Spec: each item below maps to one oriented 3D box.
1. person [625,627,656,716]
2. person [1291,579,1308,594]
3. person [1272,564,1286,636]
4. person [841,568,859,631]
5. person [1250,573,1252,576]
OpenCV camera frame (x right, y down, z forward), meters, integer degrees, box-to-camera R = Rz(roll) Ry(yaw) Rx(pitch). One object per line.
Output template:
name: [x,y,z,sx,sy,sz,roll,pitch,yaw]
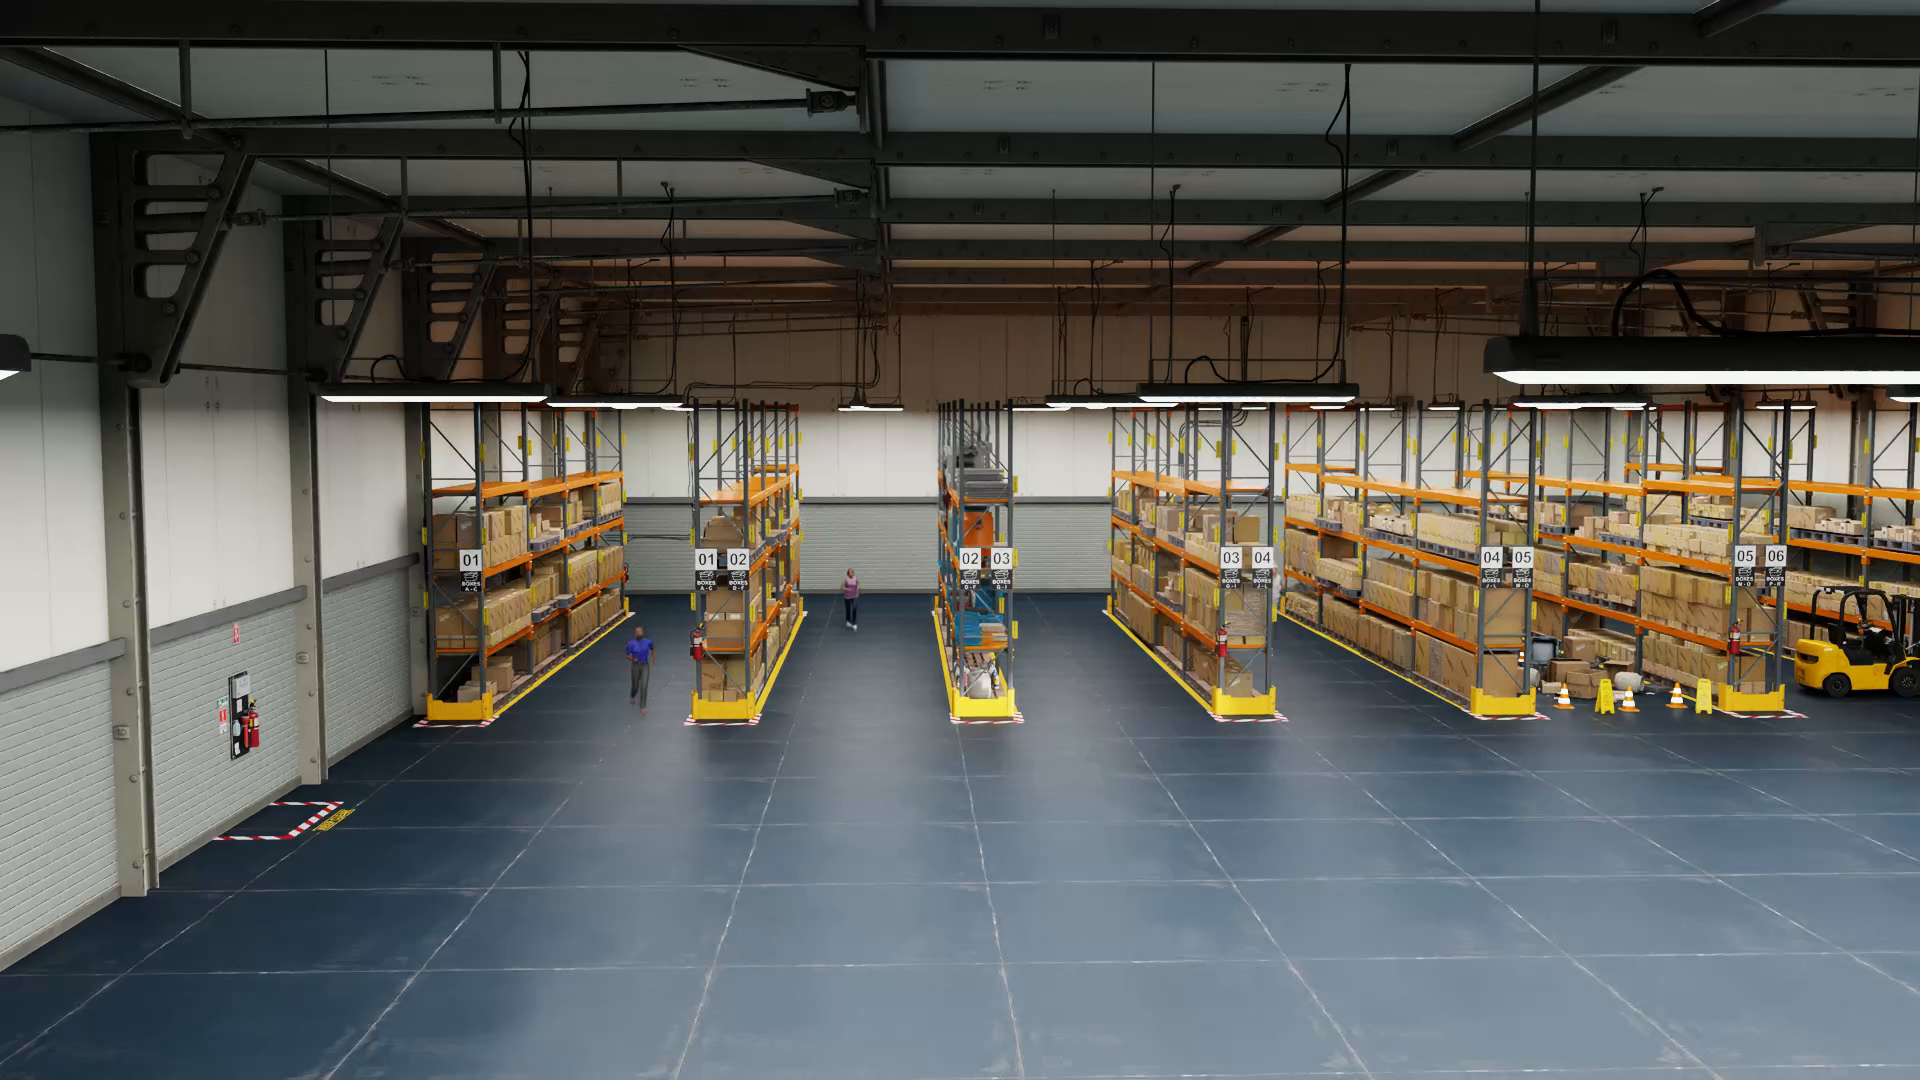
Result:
person: [-6.138,2.481,31.944,0.589,1.664,0.918,-1,4,-13]
person: [10.034,1.155,48.809,0.772,1.839,0.672,-1,4,-8]
person: [8.145,1.535,43.293,0.640,1.840,0.873,0,4,-1]
person: [-2.913,1.560,44.130,0.531,1.624,0.811,-1,4,-12]
person: [8.688,1.195,48.286,0.677,1.748,0.709,-4,6,-42]
